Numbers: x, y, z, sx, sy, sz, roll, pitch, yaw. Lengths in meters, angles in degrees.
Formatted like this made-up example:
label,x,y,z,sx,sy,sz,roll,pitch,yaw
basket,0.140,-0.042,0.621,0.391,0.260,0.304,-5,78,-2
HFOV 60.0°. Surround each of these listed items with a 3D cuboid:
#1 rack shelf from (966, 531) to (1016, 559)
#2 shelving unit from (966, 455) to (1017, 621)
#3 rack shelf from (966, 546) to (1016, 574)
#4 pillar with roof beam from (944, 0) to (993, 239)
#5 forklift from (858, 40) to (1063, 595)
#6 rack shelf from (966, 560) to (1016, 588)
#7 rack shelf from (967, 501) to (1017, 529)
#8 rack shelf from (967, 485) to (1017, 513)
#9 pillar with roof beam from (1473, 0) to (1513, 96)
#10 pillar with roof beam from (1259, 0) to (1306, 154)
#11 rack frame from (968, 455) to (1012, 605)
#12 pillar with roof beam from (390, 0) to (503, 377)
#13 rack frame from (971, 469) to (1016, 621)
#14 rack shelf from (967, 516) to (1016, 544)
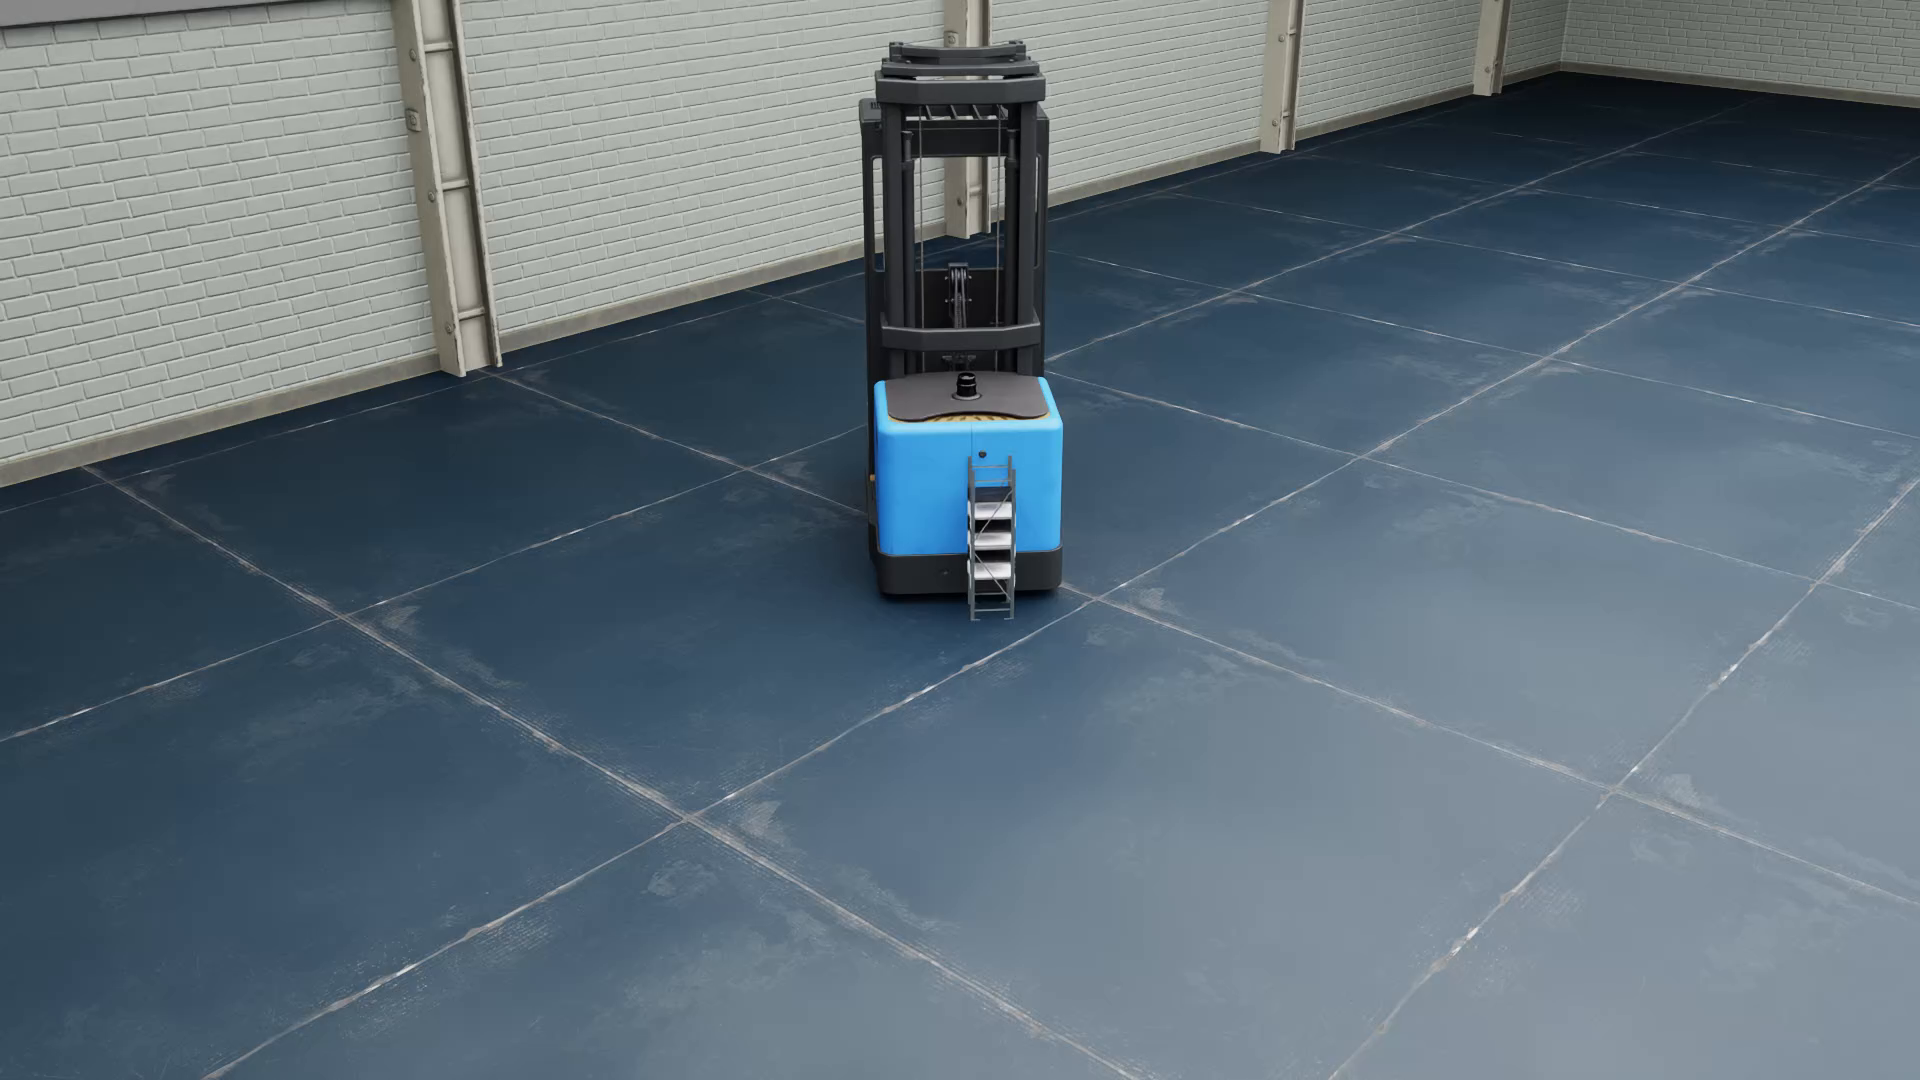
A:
label,x,y,z,sx,sy,sz,roll,pitch,yaw
rack shelf,0.172,0.023,9.181,0.258,0.077,0.200,-2,24,-4
shelving unit,0.172,-0.008,9.167,0.258,0.900,0.210,-2,24,-4
rack shelf,0.172,0.105,9.218,0.258,0.077,0.200,-2,24,-4
pillar with roof beam,3.287,-6.145,12.956,9.100,9.000,0.400,20,31,38
forklift,-0.047,-1.594,10.222,1.130,2.935,3.031,-2,24,-4
rack shelf,0.172,0.187,9.255,0.258,0.077,0.200,-2,24,-4
rack shelf,0.172,-0.142,9.107,0.258,0.077,0.200,-2,24,-4
rack shelf,0.172,-0.224,9.071,0.258,0.077,0.200,-2,24,-4
pillar with roof beam,11.296,-9.801,21.111,9.100,9.000,0.400,20,31,38
pillar with roof beam,7.291,-7.973,17.033,9.100,9.000,0.400,20,31,38
rack frame,0.164,-0.049,9.260,0.240,0.900,0.006,-2,24,-4
pillar with roof beam,-0.718,-4.317,8.879,9.100,9.000,0.400,20,31,38
rack frame,0.179,0.034,9.075,0.240,0.900,0.006,-2,24,-4
rack shelf,0.172,-0.059,9.144,0.258,0.077,0.200,-2,24,-4
